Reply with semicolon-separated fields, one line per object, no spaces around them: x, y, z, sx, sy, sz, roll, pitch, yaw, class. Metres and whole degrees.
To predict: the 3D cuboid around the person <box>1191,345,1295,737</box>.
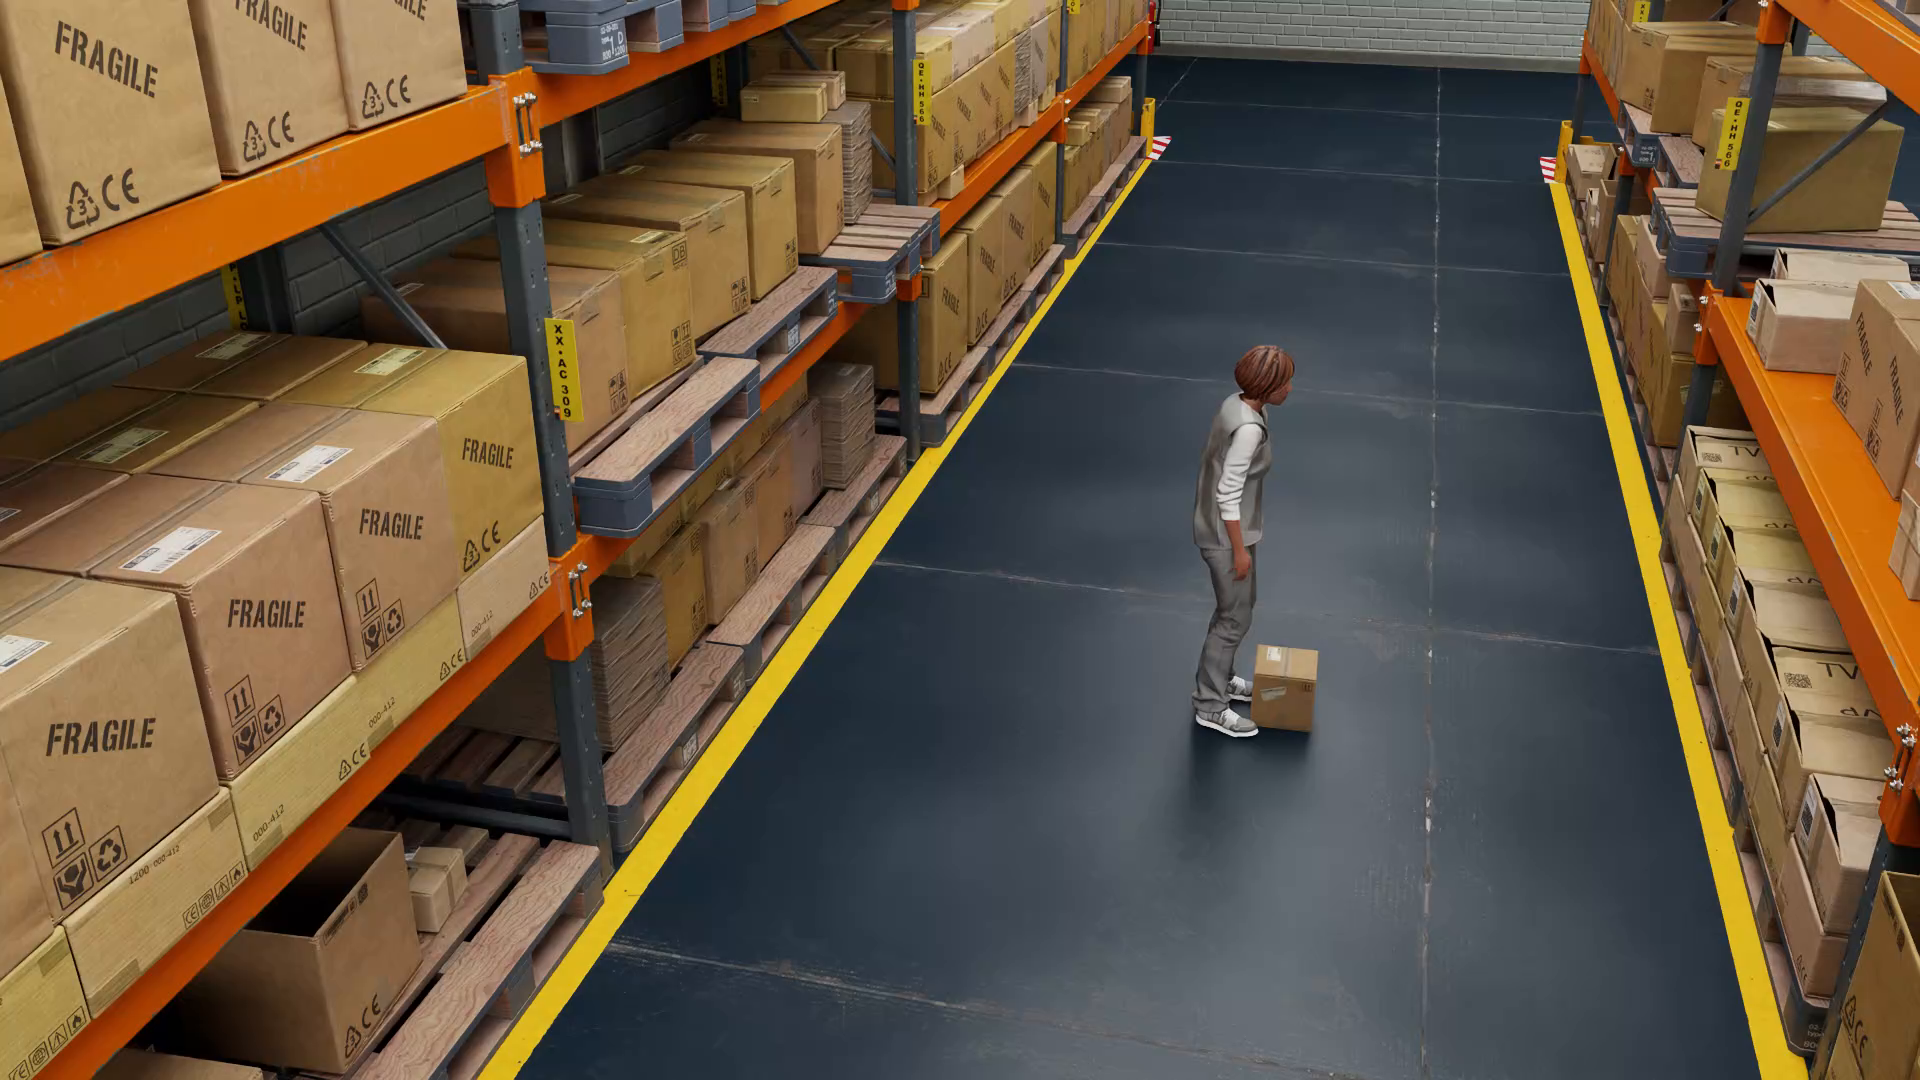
1.102;-0.014;6.652;0.345;1.592;0.477;5;26;10;person
